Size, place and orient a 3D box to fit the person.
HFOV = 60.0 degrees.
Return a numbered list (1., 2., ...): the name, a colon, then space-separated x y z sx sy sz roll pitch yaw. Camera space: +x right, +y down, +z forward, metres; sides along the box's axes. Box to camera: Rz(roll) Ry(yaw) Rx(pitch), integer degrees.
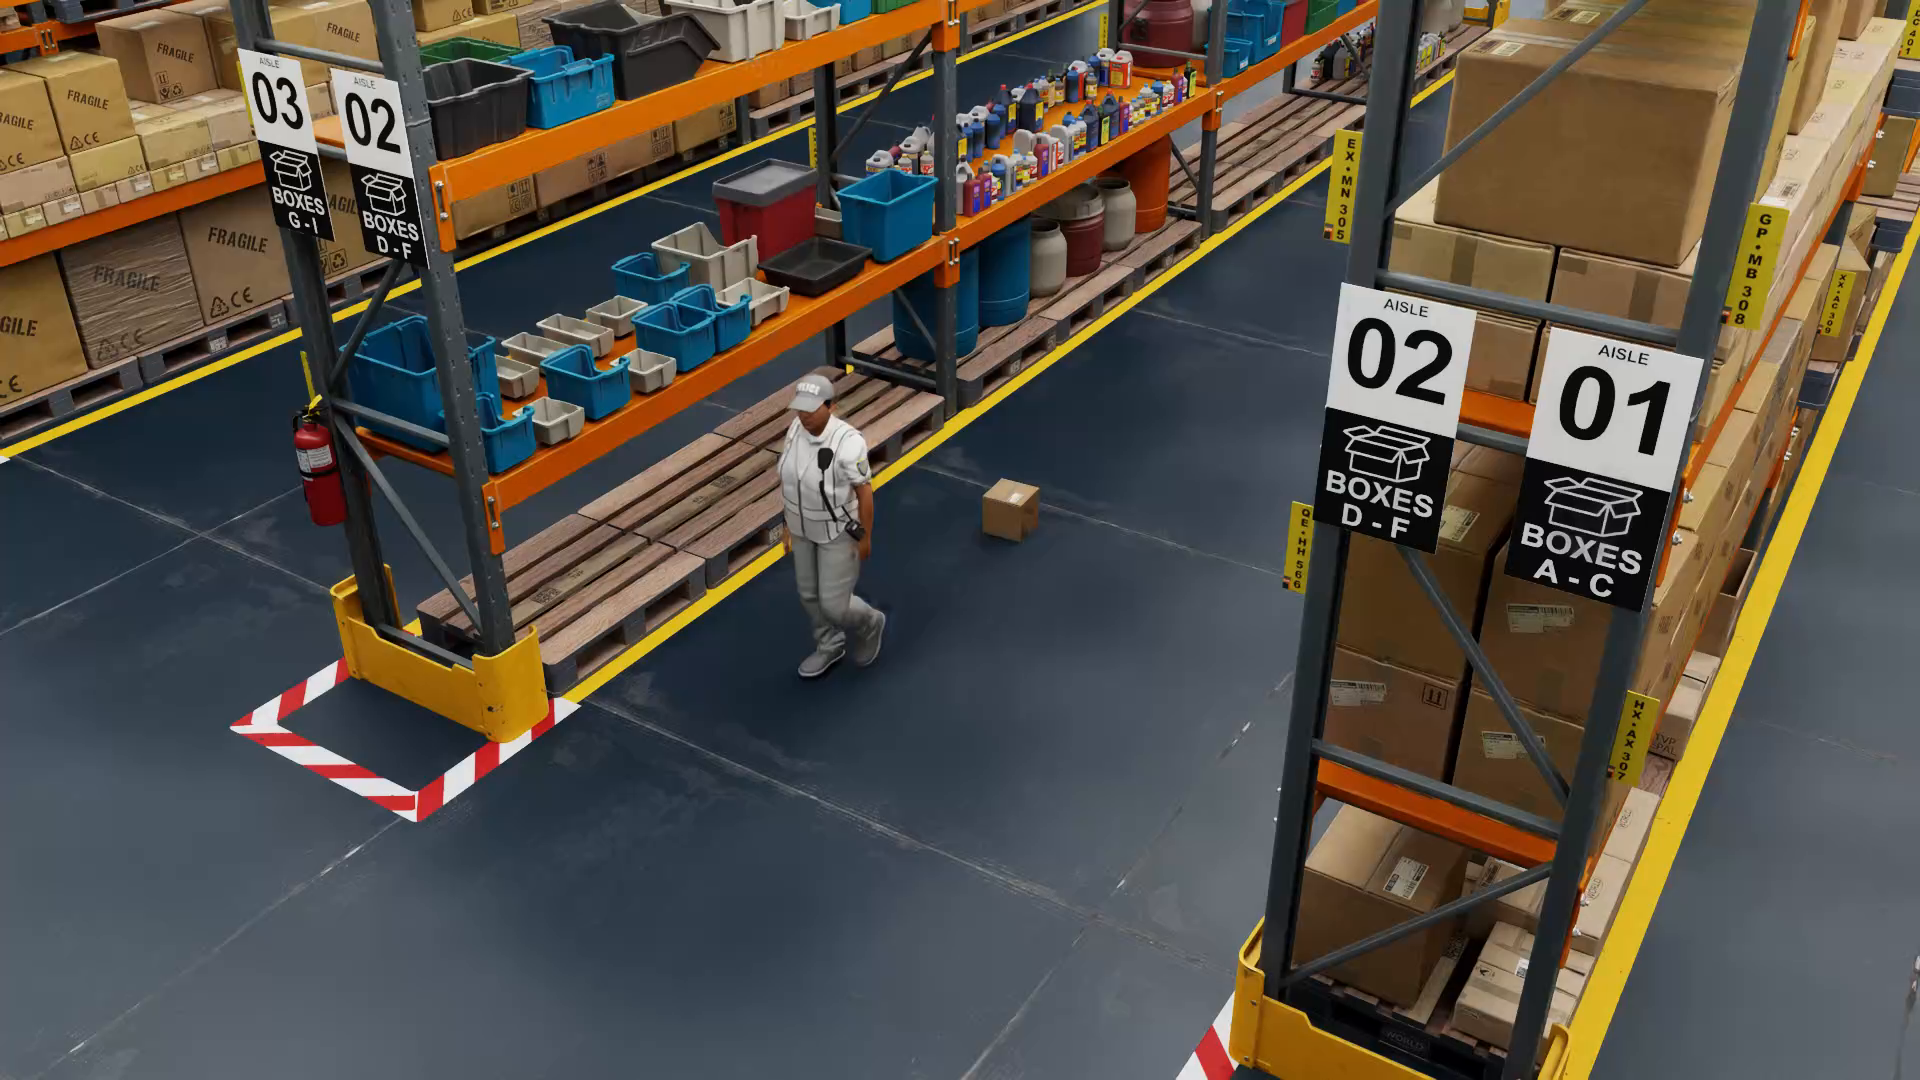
1. person: -0.643 -0.064 8.239 0.486 1.653 0.479 21 36 31
